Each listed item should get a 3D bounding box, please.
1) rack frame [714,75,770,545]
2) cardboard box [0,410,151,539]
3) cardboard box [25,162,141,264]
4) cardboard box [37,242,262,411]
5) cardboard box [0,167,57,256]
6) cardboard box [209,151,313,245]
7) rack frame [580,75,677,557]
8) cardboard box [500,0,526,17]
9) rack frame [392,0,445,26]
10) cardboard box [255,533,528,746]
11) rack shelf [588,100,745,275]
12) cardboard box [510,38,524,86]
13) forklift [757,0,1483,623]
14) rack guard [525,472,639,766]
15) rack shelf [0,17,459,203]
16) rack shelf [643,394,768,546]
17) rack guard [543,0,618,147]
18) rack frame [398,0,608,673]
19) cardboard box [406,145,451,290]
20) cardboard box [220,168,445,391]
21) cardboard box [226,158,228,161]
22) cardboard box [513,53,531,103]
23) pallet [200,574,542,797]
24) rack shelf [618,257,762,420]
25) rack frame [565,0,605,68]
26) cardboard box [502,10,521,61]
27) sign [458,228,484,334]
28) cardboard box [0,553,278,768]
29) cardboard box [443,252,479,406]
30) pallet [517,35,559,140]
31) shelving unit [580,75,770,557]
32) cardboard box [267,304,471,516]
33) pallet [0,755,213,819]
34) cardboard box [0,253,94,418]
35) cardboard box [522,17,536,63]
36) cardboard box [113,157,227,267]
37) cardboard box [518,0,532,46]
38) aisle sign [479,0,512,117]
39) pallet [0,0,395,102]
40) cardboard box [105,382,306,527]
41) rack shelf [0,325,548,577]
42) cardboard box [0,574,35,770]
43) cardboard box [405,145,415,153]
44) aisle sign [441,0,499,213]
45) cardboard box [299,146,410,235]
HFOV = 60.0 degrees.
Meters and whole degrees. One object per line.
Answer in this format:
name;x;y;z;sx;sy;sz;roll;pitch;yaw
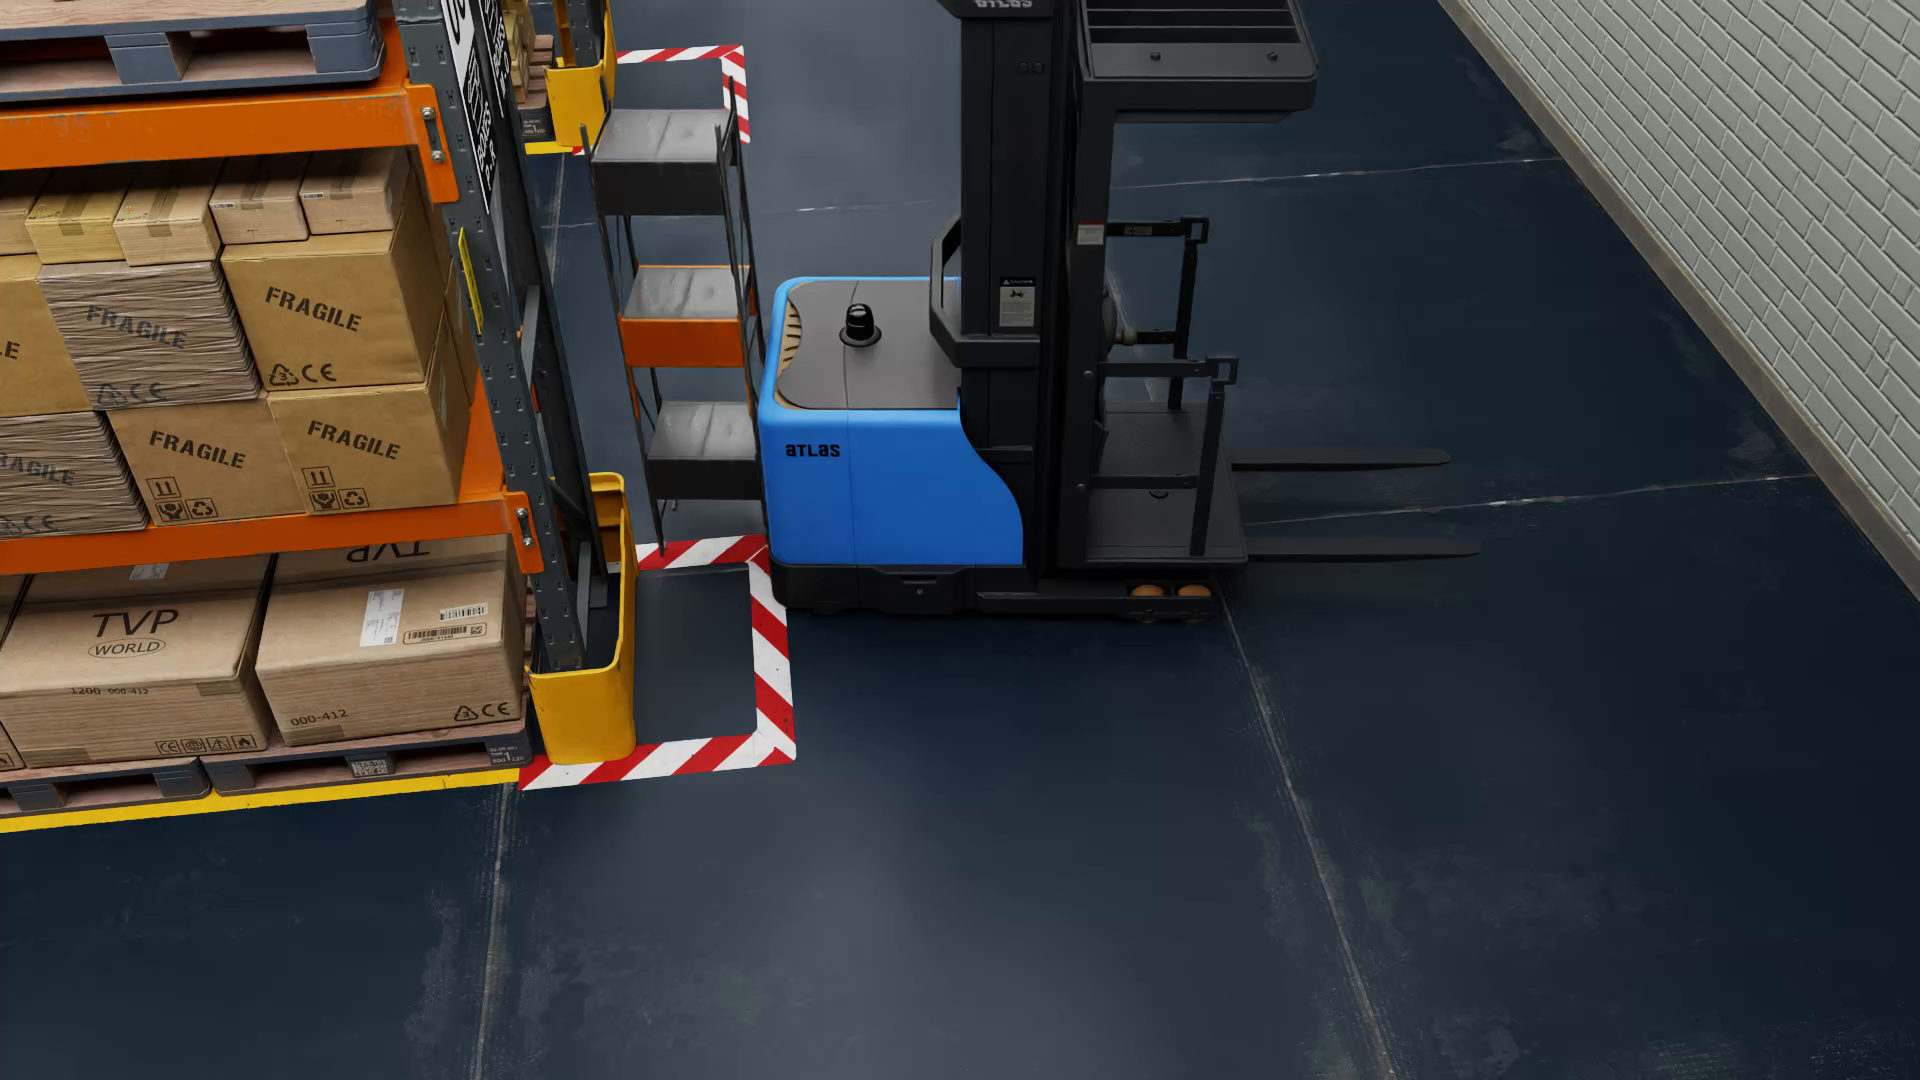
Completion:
rack frame;-0.848;-0.835;6.810;0.015;2.100;0.400;0;42;2
cardboard box;-2.994;-0.364;5.555;0.500;0.500;0.500;-4;42;-4
cardboard box;-2.621;-1.004;5.033;0.250;0.149;0.380;-4;42;-5
cardboard box;-2.503;-0.773;5.262;0.500;0.500;0.500;-5;42;-5
cardboard box;-2.889;-1.028;5.060;0.250;0.149;0.380;-5;42;-6
cardboard box;-2.120;-1.077;5.114;0.250;0.149;0.380;-4;42;-5
rack frame;-1.336;-0.839;6.827;0.015;2.100;0.400;0;42;2
cardboard box;-2.847;-3.407;10.373;0.250;0.149;0.380;-7;42;-7
rack frame;-1.542;-2.857;3.914;0.127;3.000;1.000;-5;42;-6
cardboard box;-2.183;0.289;6.504;0.875;0.438;0.875;-6;42;-7
rack shelf;-1.104;-1.347;6.359;0.480;0.518;0.431;0;42;2
cardboard box;-2.770;-2.881;10.012;0.250;0.149;0.380;-6;42;-7
forklift;0.712;-1.096;6.492;3.031;2.935;1.130;0;42;0
rack guard;-1.518;0.296;6.763;0.348;0.500;1.175;-5;42;-6
rack shelf;-3.525;-1.303;4.967;4.000;0.370;1.077;-5;42;-6
rack shelf;-1.079;-0.307;7.297;0.480;0.518;0.431;0;42;2
rack guard;-2.359;-2.974;10.389;0.348;0.500;1.175;-5;42;-6
rack frame;-1.542;-0.630;5.924;0.127;3.000;1.000;-5;42;-6
cardboard box;-2.055;-1.186;5.719;0.500;0.500;0.500;-6;42;-6
cardboard box;-1.989;-0.838;5.334;0.500;0.500;0.500;-4;42;-4
cardboard box;-2.566;-1.136;5.664;0.500;0.500;0.500;-6;42;-7
cardboard box;-2.779;-2.822;10.169;0.250;0.149;0.380;-4;42;-5
pallet;-2.325;0.527;6.723;1.213;0.211;1.003;-5;42;-6
rack shelf;-1.092;-0.827;6.828;0.480;0.518;0.431;0;42;2
rack frame;-2.284;-3.908;9.559;0.127;3.000;1.000;-5;42;-6
cardboard box;-2.776;-3.012;9.936;0.250;0.149;0.380;-5;42;-5
sign;-1.485;-0.786;5.056;0.005;0.325;0.100;-5;42;-6
cardboard box;-3.090;0.375;6.410;0.875;0.438;0.875;-4;42;-4
cardboard box;-2.055;-0.816;6.055;0.500;0.500;0.500;-5;42;-6
pallet;-3.169;-2.819;10.433;1.213;0.211;1.003;-5;42;-6
shelving unit;-1.092;-0.837;6.819;0.503;2.100;0.431;0;42;2
cardboard box;-1.986;-0.449;5.649;0.500;0.500;0.500;-5;42;-5
pallet;-3.532;0.631;6.608;1.213;0.211;1.003;-5;42;-6
cardboard box;-2.994;-0.732;5.216;0.500;0.500;0.500;-5;42;-6
cardboard box;-2.845;-3.173;10.558;0.250;0.149;0.380;-4;42;-5
cardboard box;-2.365;-0.999;5.027;0.250;0.149;0.380;-5;42;-6
cardboard box;-2.837;-3.241;10.412;0.250;0.149;0.380;-3;42;-4
aisle sign;-1.508;-1.794;5.273;0.004;0.787;0.394;-5;42;-6
pallet;-2.276;-1.639;4.870;1.213;0.211;1.003;-5;42;-6
cardboard box;-2.485;-0.416;5.612;0.500;0.500;0.500;-6;42;-6
rack shelf;-3.525;-0.189;5.972;4.000;0.370;1.077;-5;42;-6
cardboard box;-3.984;0.452;6.324;0.875;0.438;0.875;-6;42;-7
cardboard box;-1.930;-1.432;5.508;0.250;0.149;0.380;-4;42;-5
aisle sign;-1.430;-1.395;4.832;0.004;0.787;0.394;-5;42;-6
cardboard box;-1.872;-1.115;5.156;0.250;0.149;0.380;-4;42;-5
